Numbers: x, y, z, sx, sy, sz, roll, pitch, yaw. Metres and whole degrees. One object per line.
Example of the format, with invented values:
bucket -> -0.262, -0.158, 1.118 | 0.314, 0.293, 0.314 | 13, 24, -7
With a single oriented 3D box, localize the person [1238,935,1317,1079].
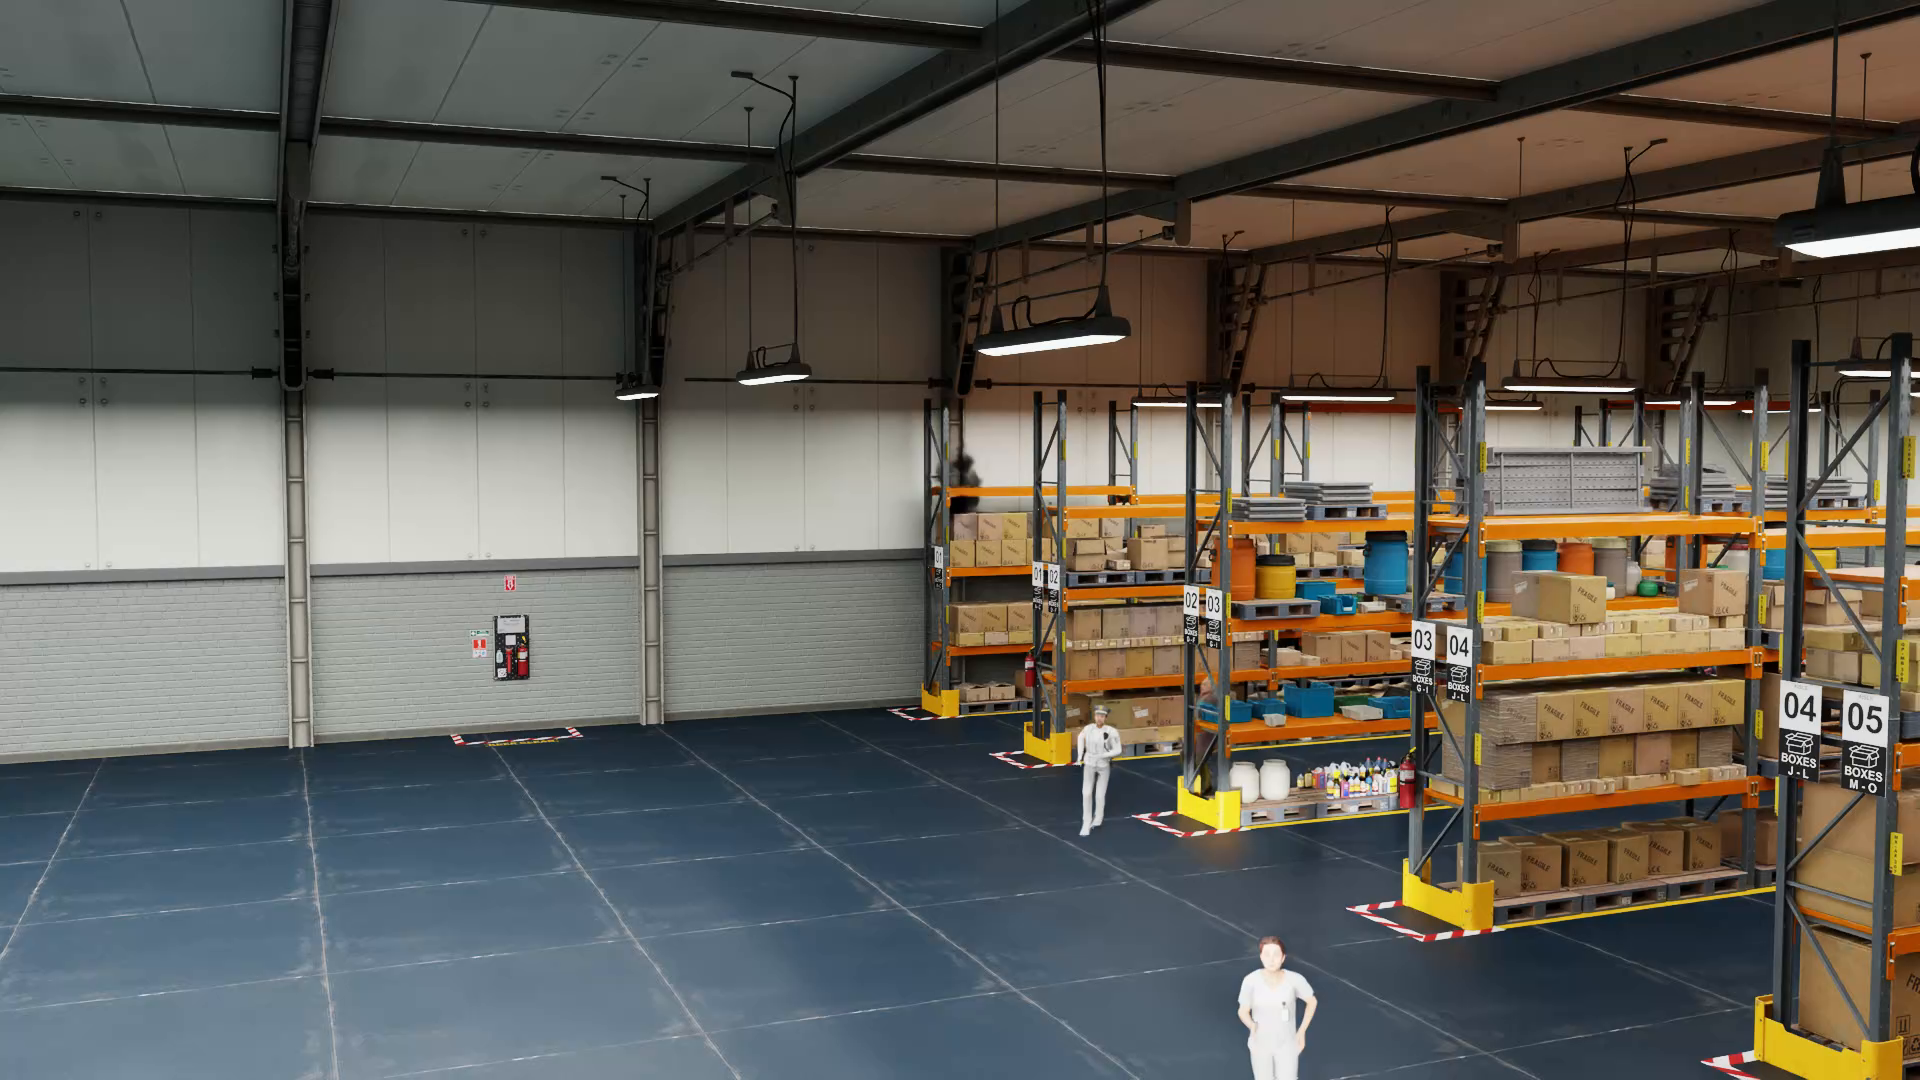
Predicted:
person -> 2.236, 3.638, 11.810 | 0.540, 1.653, 0.655 | 1, 4, 18

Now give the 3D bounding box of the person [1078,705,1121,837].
person -> 1.844, 3.037, 22.039 | 0.608, 1.748, 0.726 | 1, 3, 11

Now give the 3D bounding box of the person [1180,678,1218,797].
person -> 3.492, 2.868, 24.190 | 0.615, 1.729, 0.694 | -2, 4, -29
